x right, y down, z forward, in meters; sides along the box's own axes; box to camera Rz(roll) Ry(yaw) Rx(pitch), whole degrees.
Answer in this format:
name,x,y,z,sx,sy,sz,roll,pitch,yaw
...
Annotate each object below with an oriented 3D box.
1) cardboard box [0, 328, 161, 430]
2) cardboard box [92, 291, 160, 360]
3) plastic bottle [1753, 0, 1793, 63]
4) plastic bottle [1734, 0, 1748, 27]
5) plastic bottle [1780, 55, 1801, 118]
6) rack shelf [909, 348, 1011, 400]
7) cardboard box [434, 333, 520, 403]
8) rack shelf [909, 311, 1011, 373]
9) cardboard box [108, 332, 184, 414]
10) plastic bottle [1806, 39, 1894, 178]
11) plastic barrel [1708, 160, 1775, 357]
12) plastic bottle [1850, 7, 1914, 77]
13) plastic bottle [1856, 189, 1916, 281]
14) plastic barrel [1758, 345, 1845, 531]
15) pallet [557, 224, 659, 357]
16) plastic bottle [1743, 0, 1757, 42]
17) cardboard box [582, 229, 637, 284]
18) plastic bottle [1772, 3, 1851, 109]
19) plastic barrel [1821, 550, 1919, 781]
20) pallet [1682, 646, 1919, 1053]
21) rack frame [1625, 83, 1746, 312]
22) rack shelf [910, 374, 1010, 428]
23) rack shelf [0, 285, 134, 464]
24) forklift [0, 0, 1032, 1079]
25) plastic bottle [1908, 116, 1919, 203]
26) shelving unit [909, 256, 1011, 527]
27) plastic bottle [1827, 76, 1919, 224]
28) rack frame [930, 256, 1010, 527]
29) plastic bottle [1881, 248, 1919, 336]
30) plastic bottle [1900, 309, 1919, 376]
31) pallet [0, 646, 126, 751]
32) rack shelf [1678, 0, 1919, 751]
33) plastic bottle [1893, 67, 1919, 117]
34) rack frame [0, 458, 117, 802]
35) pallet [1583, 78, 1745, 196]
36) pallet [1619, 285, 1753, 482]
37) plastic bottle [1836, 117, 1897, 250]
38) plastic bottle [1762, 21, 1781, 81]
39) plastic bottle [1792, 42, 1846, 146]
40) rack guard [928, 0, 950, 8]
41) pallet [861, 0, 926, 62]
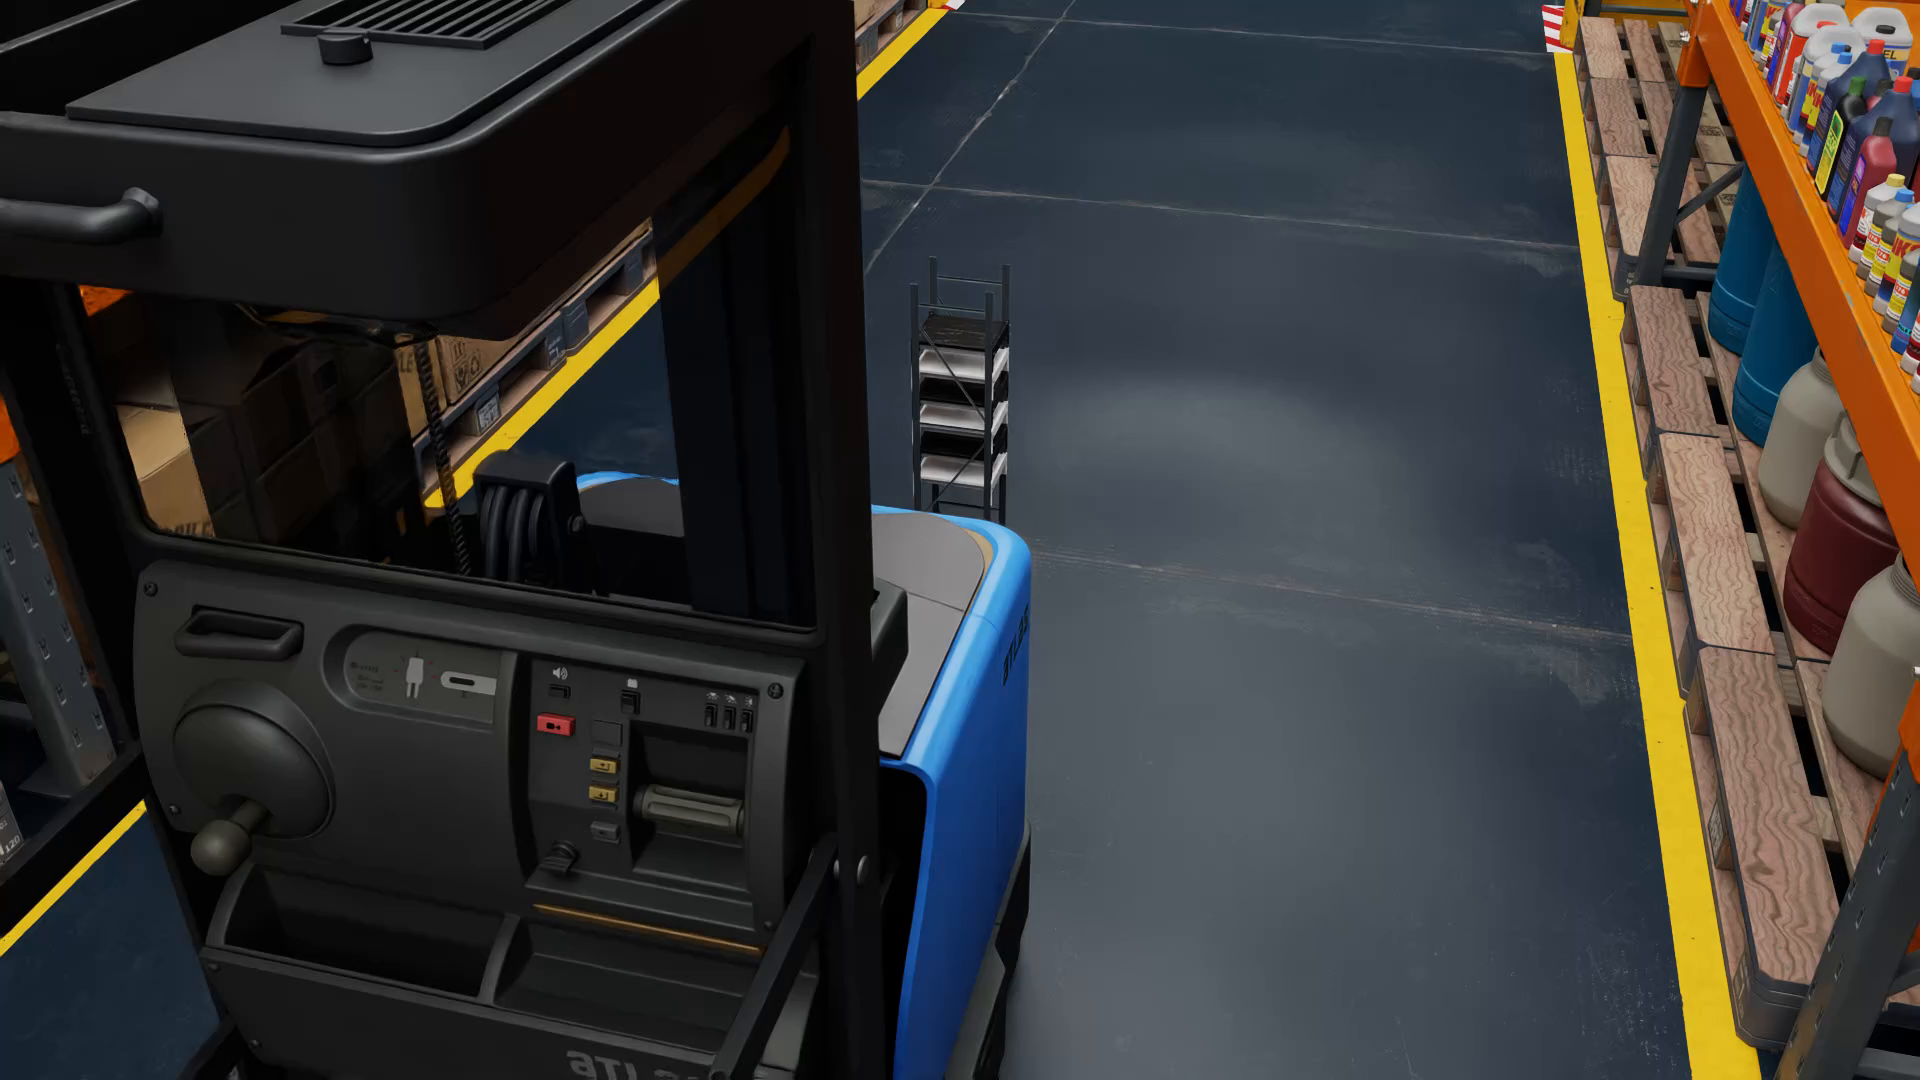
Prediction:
name,x,y,z,sx,sy,sz,roll,pitch,yaw
cardboard box,-2.643,-0.341,4.911,0.500,0.500,0.500,9,34,14
cardboard box,-2.633,-0.688,4.757,0.500,0.250,0.500,9,34,14
plastic bottle,2.517,-1.604,5.097,0.097,0.271,0.097,0,32,0
plastic bottle,2.612,-1.842,5.460,0.061,0.283,0.133,8,33,12
plastic bottle,2.375,-1.284,4.658,0.097,0.201,0.097,0,32,0
rack shelf,0.002,-0.508,4.937,0.258,0.077,0.200,8,33,12
cardboard box,-1.875,-0.825,5.672,0.500,0.500,0.500,7,33,11
rack shelf,0.002,-0.584,4.888,0.258,0.077,0.200,8,33,12
cardboard box,-2.134,-0.294,4.836,0.500,0.500,0.500,7,33,11
plastic bottle,2.278,-1.099,4.229,0.144,0.351,0.185,8,33,12
plastic barrel,2.997,-1.104,5.756,0.600,0.901,0.708,8,33,12
plastic bottle,2.578,-1.351,4.695,0.152,0.276,0.135,8,33,12
plastic bottle,2.080,-0.681,3.711,0.097,0.201,0.097,0,32,0
plastic barrel,2.588,-0.292,4.841,0.421,0.512,0.421,0,32,0
pallet,-1.808,-1.165,6.886,1.003,0.211,1.213,8,33,12
plastic bottle,2.576,-1.724,5.286,0.097,0.271,0.097,0,32,0
cardboard box,-1.620,-1.349,6.496,0.500,0.500,0.500,8,33,13
plastic bottle,2.431,-1.372,4.727,0.152,0.276,0.135,8,33,12
plastic barrel,2.301,0.294,3.919,0.421,0.512,0.421,0,32,0
pallet,2.296,0.745,3.881,1.003,0.211,1.213,8,33,12
rack frame,3.152,-2.093,5.746,1.000,3.000,0.127,8,33,12
rack shelf,0.002,-0.432,4.985,0.258,0.077,0.200,8,33,12
rack shelf,-2.146,-1.428,5.370,1.077,0.370,4.000,8,33,12
forklift,-0.709,0.337,1.988,1.130,2.935,3.031,8,33,12
plastic bottle,2.303,-0.905,3.987,0.061,0.283,0.133,8,33,12
shelving unit,0.002,-0.384,5.015,0.258,0.900,0.210,8,33,12
plastic bottle,2.197,-0.934,3.970,0.144,0.351,0.185,8,33,12
rack frame,0.028,-0.437,5.098,0.240,0.900,0.006,8,33,12
plastic bottle,2.006,-0.530,3.473,0.097,0.201,0.097,0,32,0
plastic bottle,1.957,-0.429,3.314,0.097,0.201,0.097,0,32,0
pallet,-2.428,0.101,4.894,1.003,0.211,1.213,8,33,12
rack shelf,2.644,-0.751,4.306,1.077,0.370,4.000,8,33,12
plastic bottle,2.406,-1.072,4.261,0.097,0.271,0.097,0,32,0
rack frame,-2.654,-0.693,3.545,1.000,3.000,0.127,8,33,12
pallet,3.608,-1.938,8.102,1.003,0.211,1.213,8,33,12
pallet,2.916,-0.521,5.873,1.003,0.211,1.213,8,33,12
plastic bottle,2.117,-0.829,3.867,0.061,0.283,0.133,8,33,12
plastic bottle,2.468,-1.473,4.957,0.097,0.201,0.097,0,32,0
plastic bottle,2.316,-1.193,4.450,0.097,0.271,0.097,0,32,0
rack guard,-0.643,-3.750,10.684,1.175,0.500,0.348,8,33,12
pallet,-0.844,-3.215,10.110,1.003,0.211,1.213,8,33,12
